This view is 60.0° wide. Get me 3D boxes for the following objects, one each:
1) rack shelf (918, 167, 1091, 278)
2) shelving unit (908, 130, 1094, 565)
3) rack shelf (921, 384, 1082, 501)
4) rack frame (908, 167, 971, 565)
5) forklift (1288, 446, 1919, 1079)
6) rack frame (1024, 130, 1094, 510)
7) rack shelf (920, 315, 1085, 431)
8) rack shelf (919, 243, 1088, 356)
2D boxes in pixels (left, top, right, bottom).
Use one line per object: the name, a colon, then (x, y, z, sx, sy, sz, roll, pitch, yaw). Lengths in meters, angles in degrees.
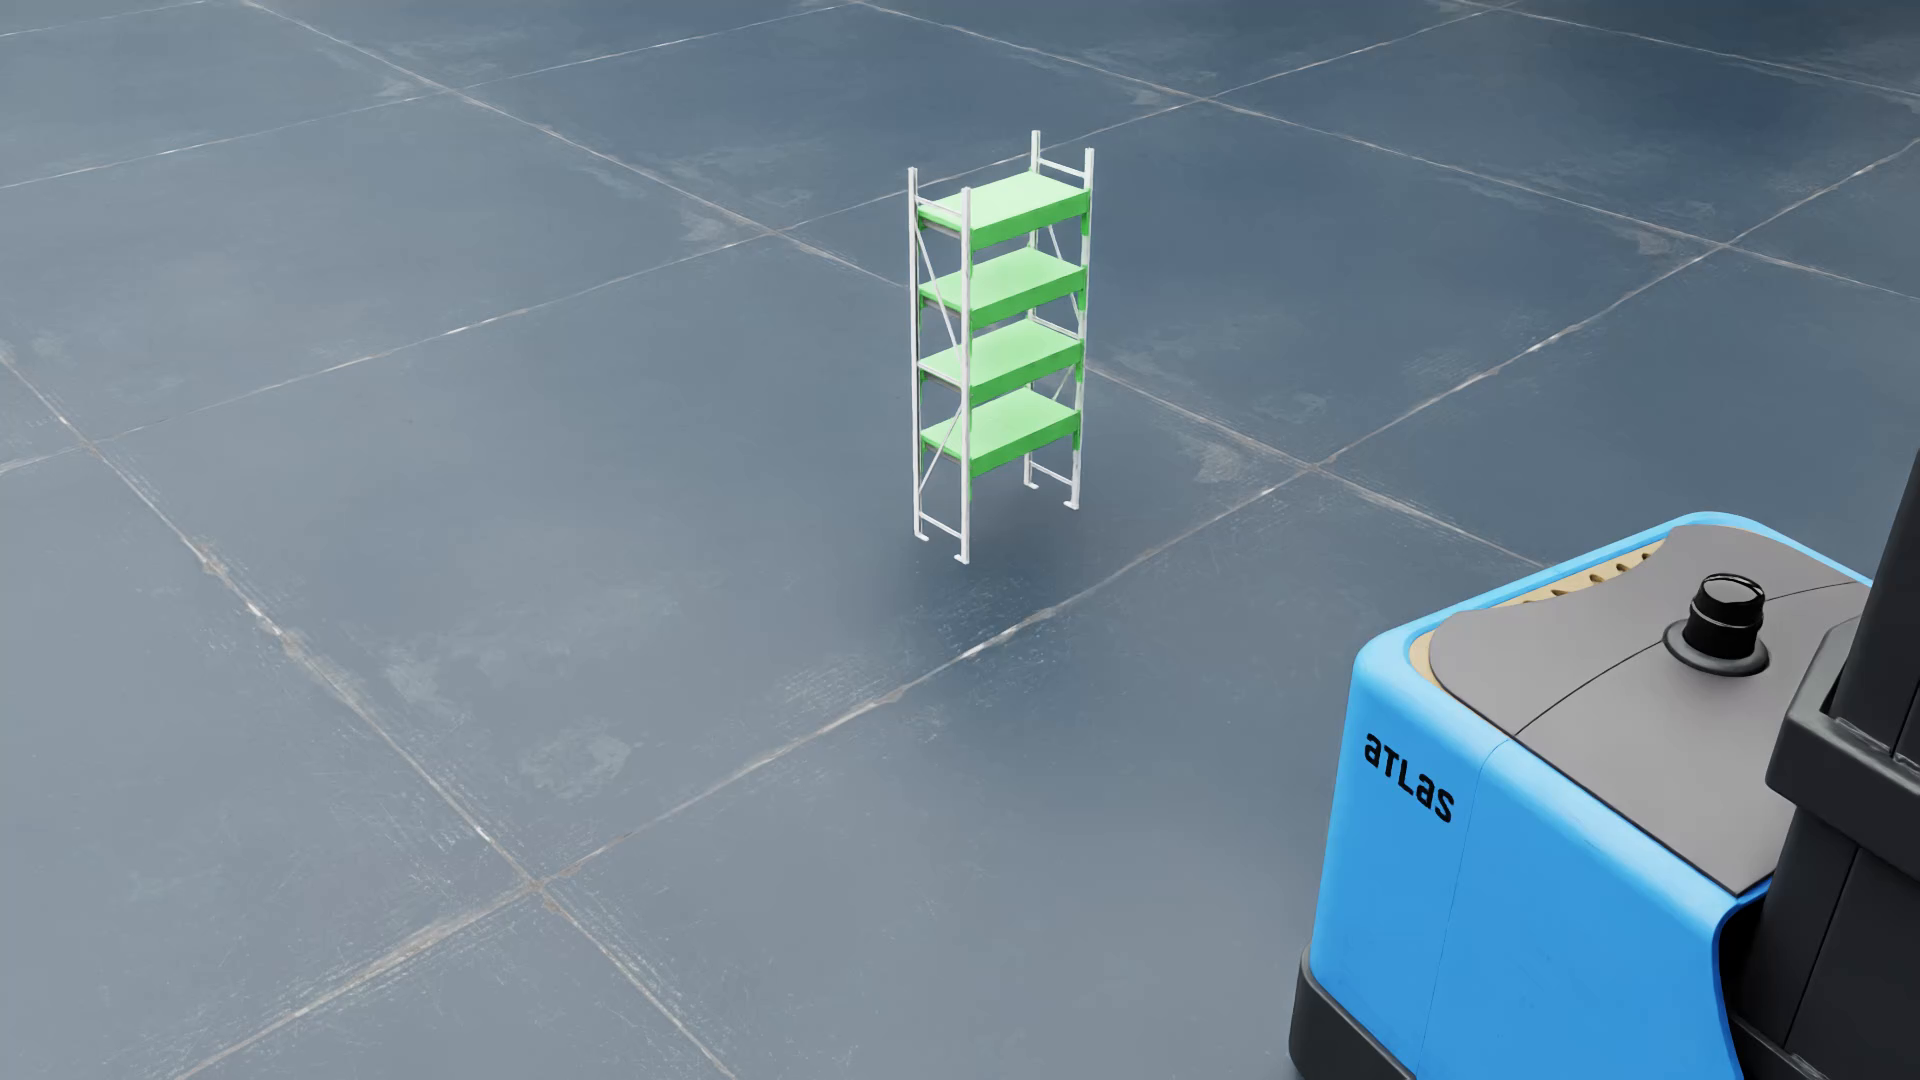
rack shelf: (0.121, -0.926, 4.816, 0.480, 0.148, 0.258, -26, 40, -35)
shelving unit: (0.121, -0.571, 5.033, 0.503, 1.200, 0.258, -26, 40, -35)
rack shelf: (0.121, -0.311, 5.192, 0.480, 0.148, 0.258, -26, 40, -35)
rack frame: (-0.058, -0.484, 4.891, 0.015, 1.200, 0.240, -26, 40, -35)
forklift: (1.859, 0.376, 1.825, 1.130, 2.935, 3.031, -17, 35, -26)
rack frame: (0.300, -0.657, 5.175, 0.015, 1.200, 0.240, -26, 40, -35)
rack shelf: (0.121, -0.516, 5.066, 0.480, 0.148, 0.258, -26, 40, -35)
rack shelf: (0.121, -0.721, 4.941, 0.480, 0.148, 0.258, -26, 40, -35)
